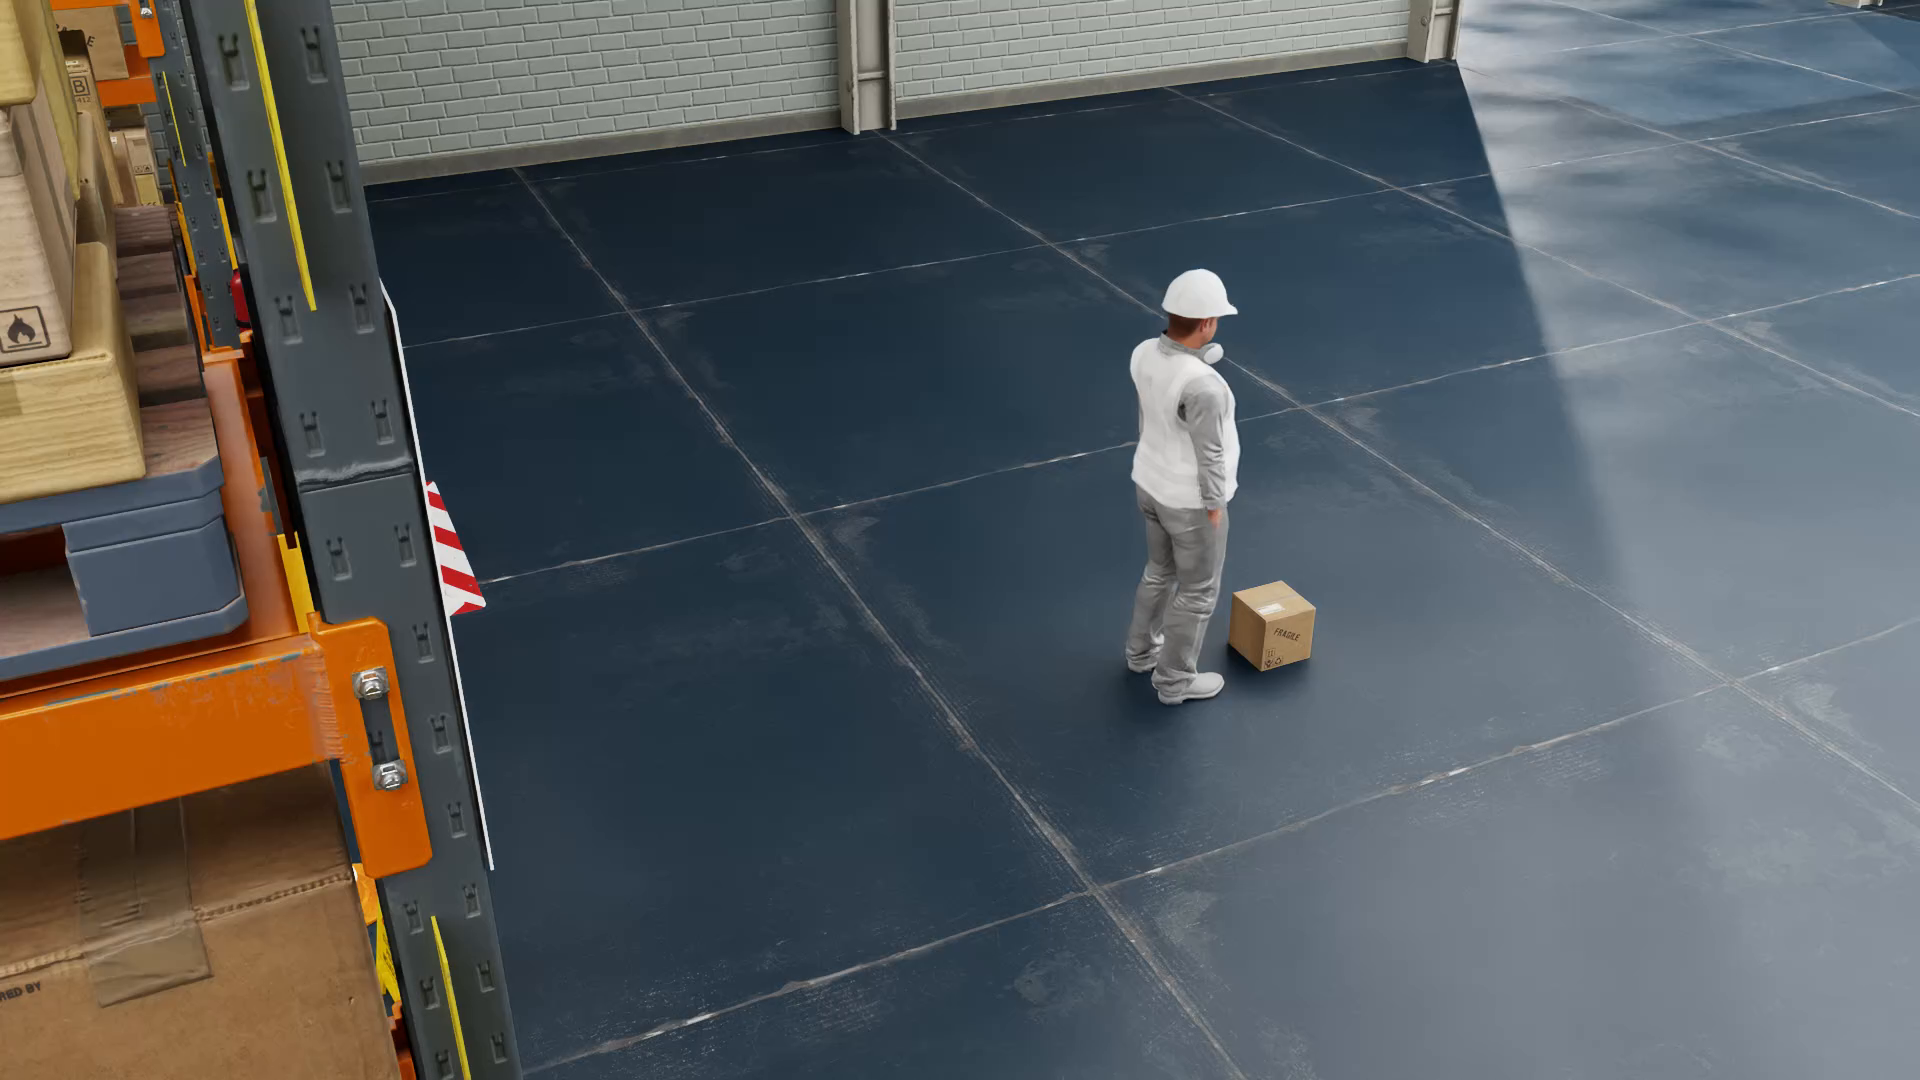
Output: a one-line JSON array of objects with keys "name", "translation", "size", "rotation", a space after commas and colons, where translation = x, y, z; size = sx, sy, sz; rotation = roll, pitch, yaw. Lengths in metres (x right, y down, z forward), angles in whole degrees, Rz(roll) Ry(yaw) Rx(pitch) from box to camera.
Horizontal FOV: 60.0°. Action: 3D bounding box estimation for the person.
[{"name": "person", "translation": [0.862, -0.207, 6.482], "size": [0.357, 1.765, 0.533], "rotation": [-12, 32, -21]}]
